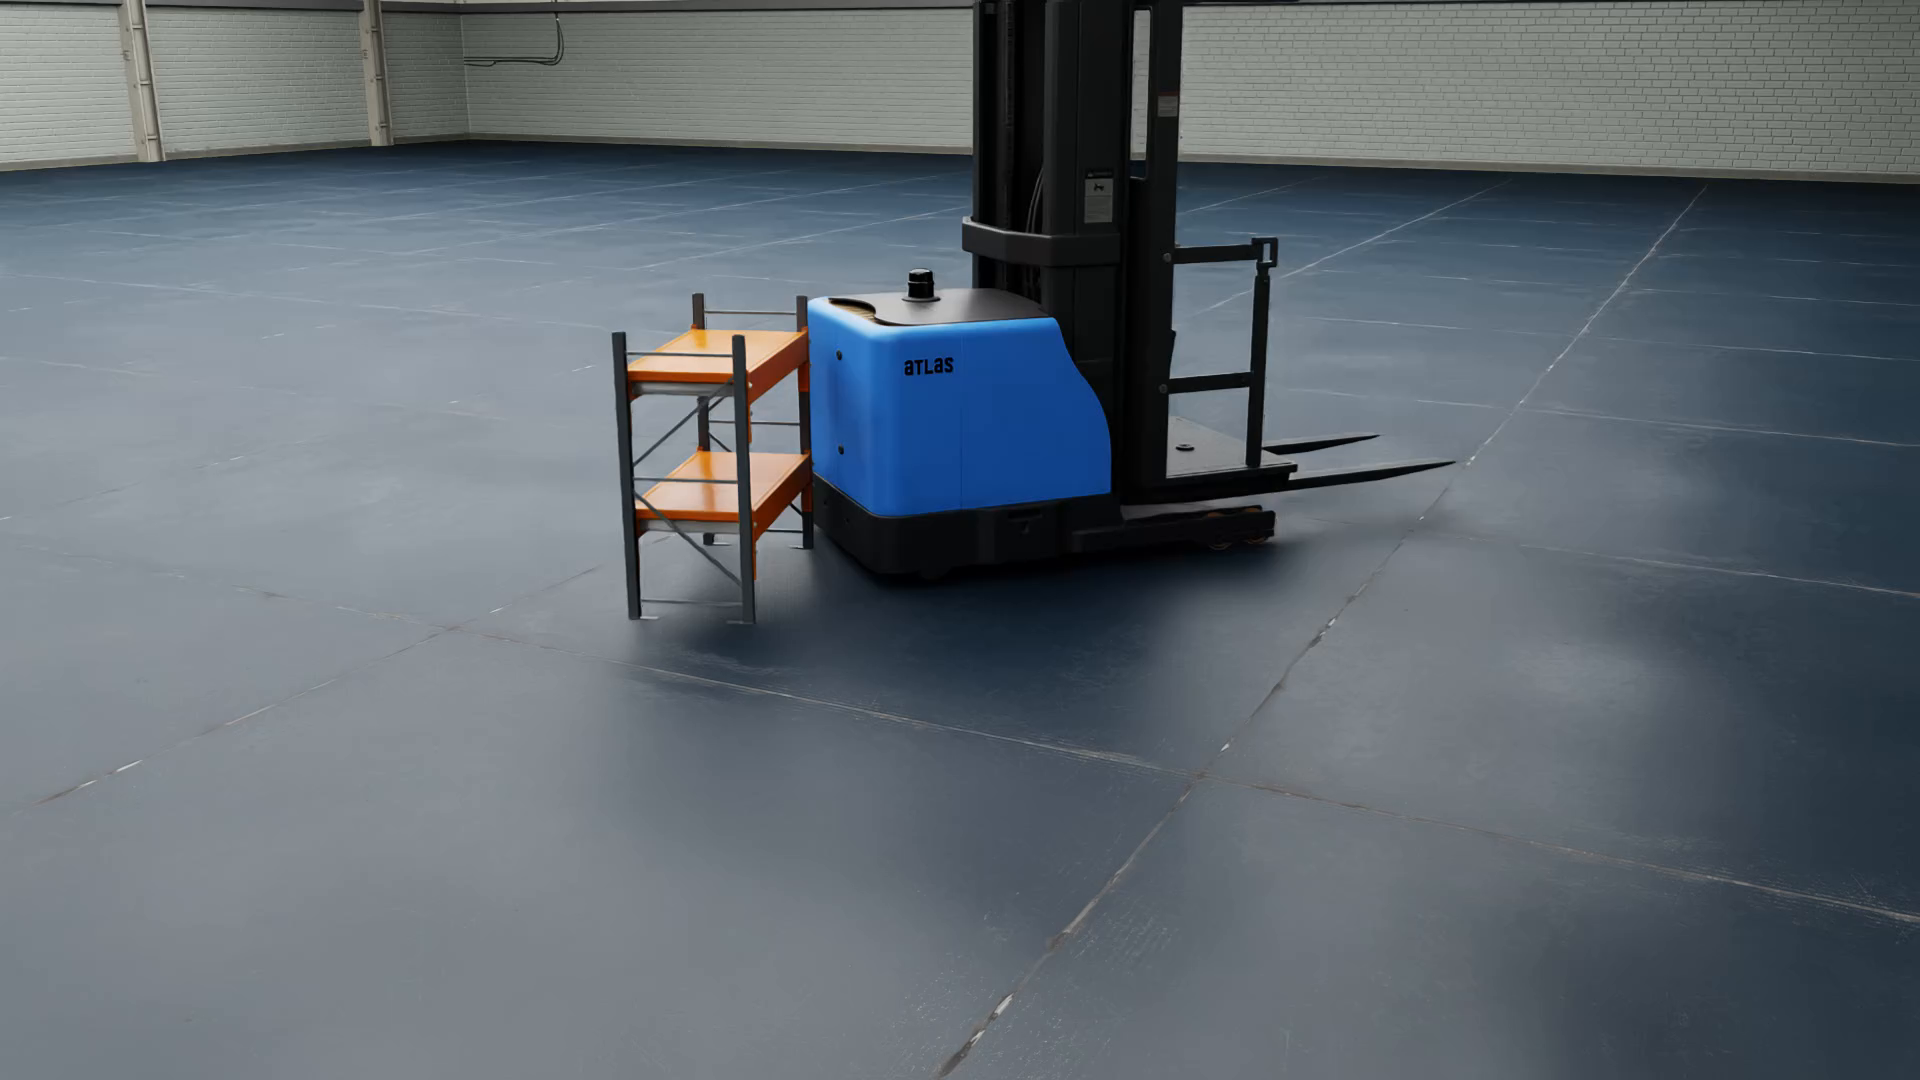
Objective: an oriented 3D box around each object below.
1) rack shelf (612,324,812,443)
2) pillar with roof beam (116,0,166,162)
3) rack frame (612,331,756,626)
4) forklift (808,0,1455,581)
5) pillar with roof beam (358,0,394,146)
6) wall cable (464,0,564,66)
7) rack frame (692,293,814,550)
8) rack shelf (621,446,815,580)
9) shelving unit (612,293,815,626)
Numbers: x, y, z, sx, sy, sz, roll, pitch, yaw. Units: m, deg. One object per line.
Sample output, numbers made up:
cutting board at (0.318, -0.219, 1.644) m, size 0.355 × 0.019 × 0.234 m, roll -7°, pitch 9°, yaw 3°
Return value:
rack shelf at (-0.970, -0.646, 6.696) m, size 0.538 × 0.278 × 1.000 m, roll 2°, pitch 17°, yaw 8°
pillar with roof beam at (-11.807, -11.102, 29.097) m, size 9.100 × 9.000 × 0.400 m, roll 8°, pitch 18°, yaw 25°
rack frame at (-1.040, -0.222, 6.297) m, size 0.500 × 1.125 × 0.032 m, roll 2°, pitch 17°, yaw 8°
forklift at (0.864, -1.491, 7.396) m, size 3.031 × 2.935 × 1.130 m, roll -7°, pitch 18°, yaw -22°
pillar with roof beam at (-9.126, -12.630, 34.243) m, size 9.100 × 9.000 × 0.400 m, roll 8°, pitch 18°, yaw 25°
wall cable at (-10.478, -12.271, 38.489) m, size 3.097 × 2.526 × 0.112 m, roll 8°, pitch 18°, yaw 25°
rack frame at (-0.899, -0.509, 7.262) m, size 0.500 × 1.125 × 0.032 m, roll 2°, pitch 17°, yaw 8°
rack shelf at (-0.970, -0.131, 6.849) m, size 0.538 × 0.278 × 1.000 m, roll 2°, pitch 17°, yaw 8°
shelving unit at (-0.970, -0.366, 6.779) m, size 0.538 × 1.125 × 1.048 m, roll 2°, pitch 17°, yaw 8°
